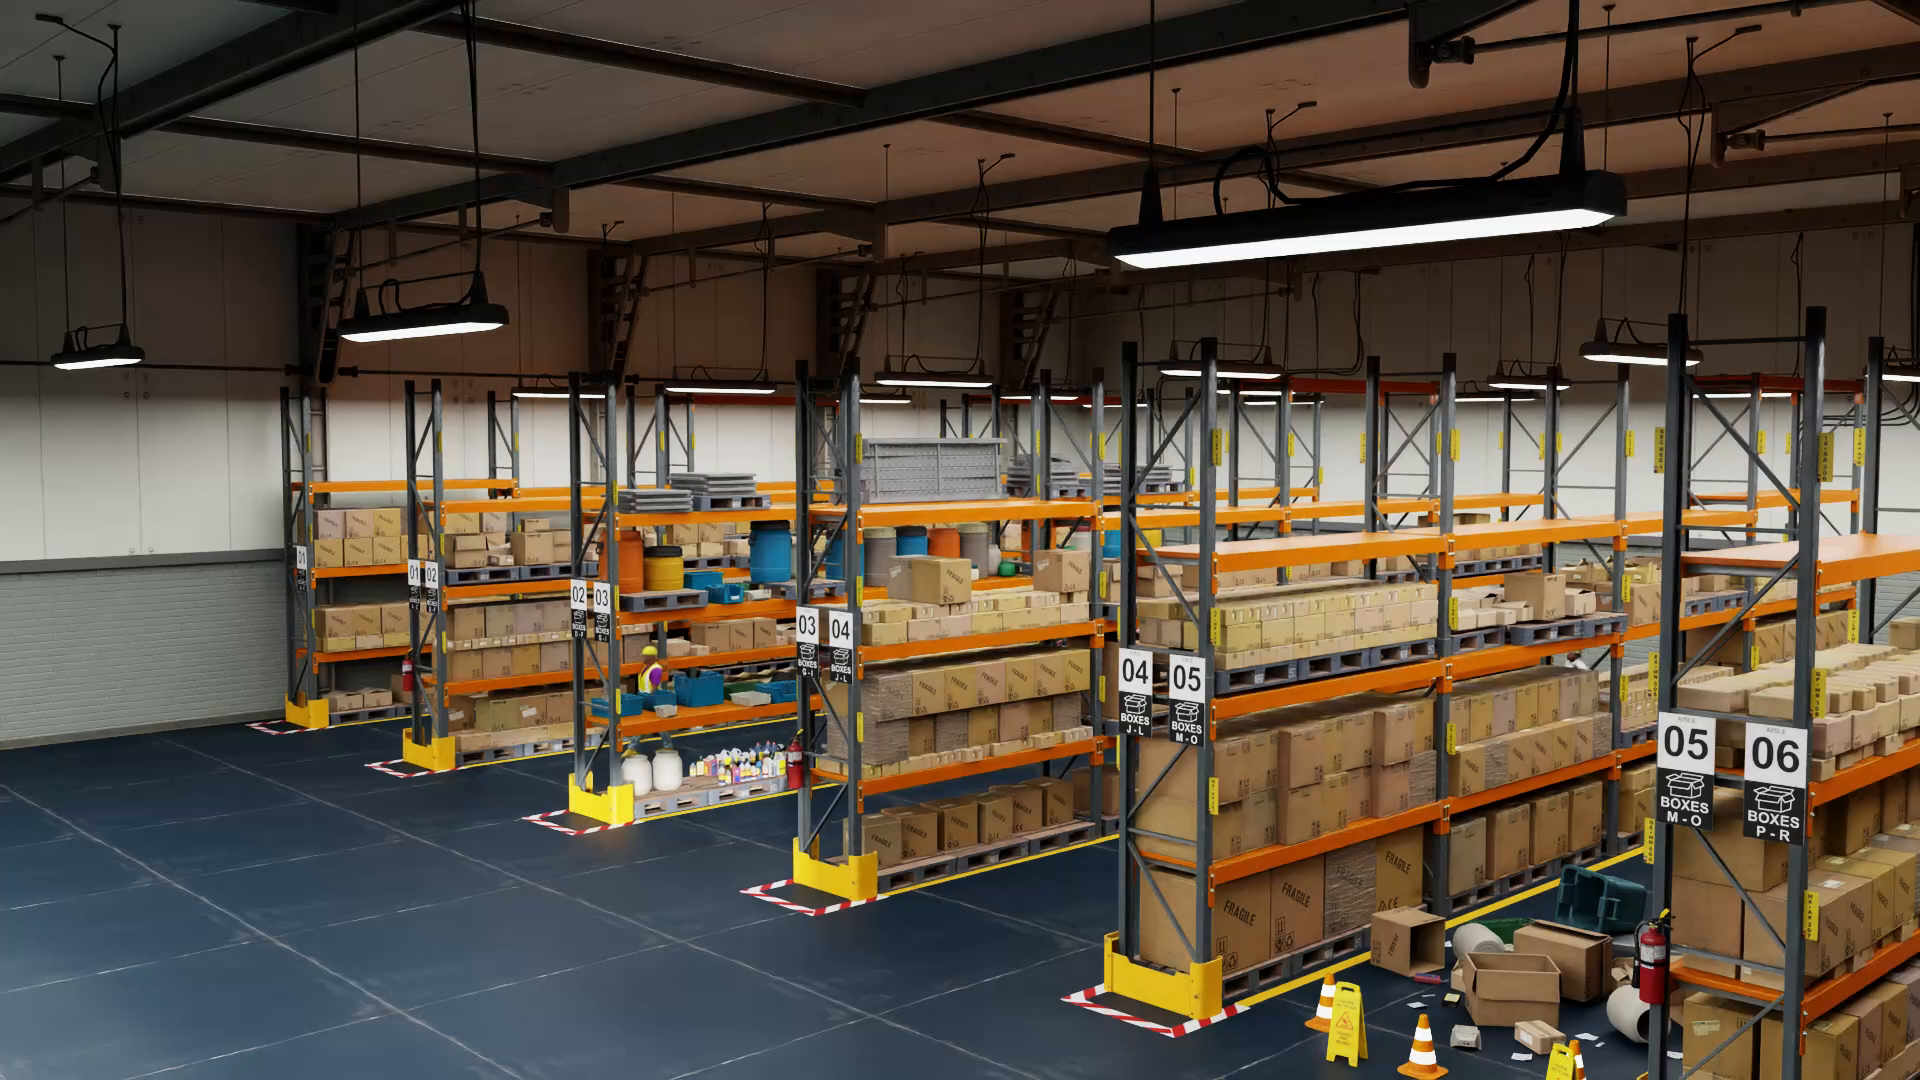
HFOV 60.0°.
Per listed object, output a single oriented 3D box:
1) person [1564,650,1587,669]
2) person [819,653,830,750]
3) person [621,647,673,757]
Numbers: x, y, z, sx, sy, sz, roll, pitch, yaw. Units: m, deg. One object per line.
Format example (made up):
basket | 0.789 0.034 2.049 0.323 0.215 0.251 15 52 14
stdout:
person | 10.266 2.557 27.779 0.424 1.626 1.033 3 5 43
person | -1.981 2.594 26.498 0.554 1.721 1.088 -2 4 -32
person | -5.031 2.577 26.618 0.899 1.738 0.592 -3 5 -36
